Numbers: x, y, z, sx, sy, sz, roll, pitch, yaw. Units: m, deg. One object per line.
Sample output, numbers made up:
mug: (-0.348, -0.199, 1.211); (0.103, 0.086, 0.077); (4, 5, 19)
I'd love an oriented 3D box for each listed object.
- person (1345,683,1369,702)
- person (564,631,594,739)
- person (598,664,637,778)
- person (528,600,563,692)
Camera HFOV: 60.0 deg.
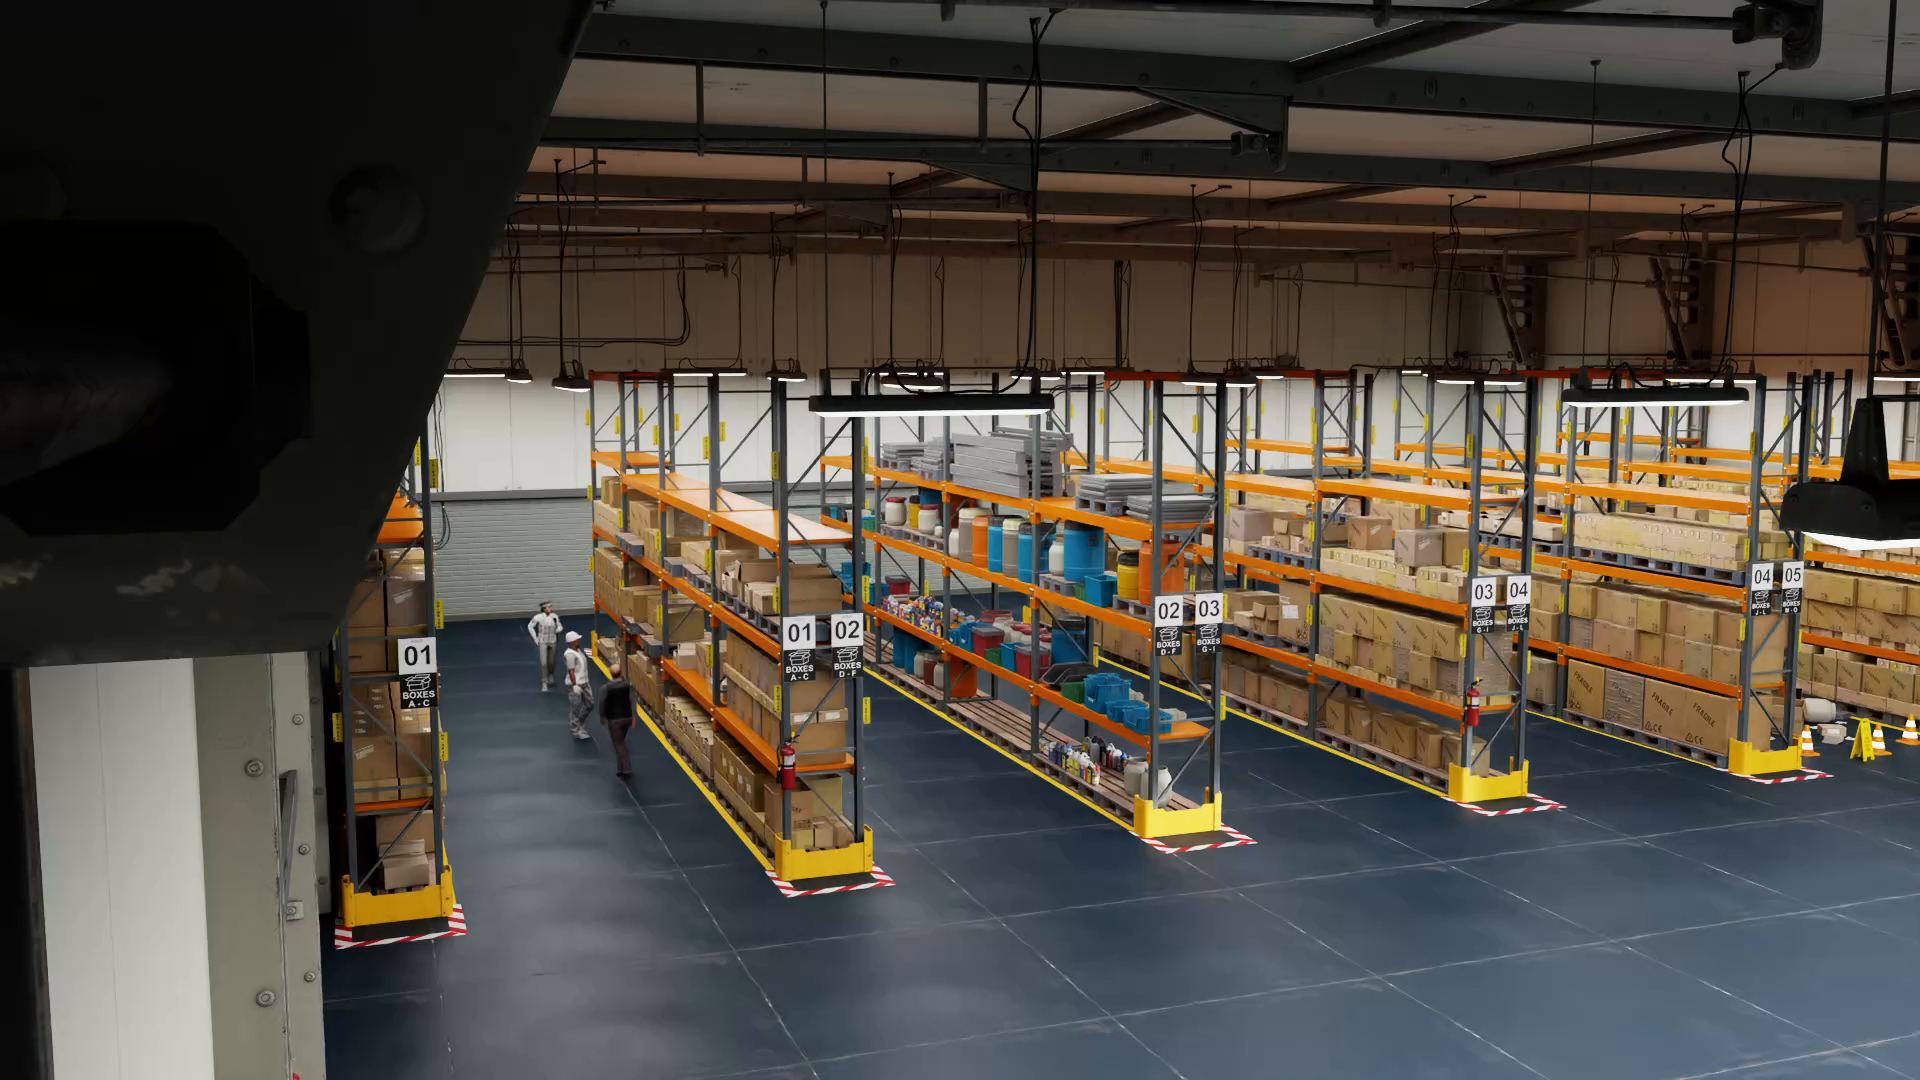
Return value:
person: (7.055, 2.298, 29.376); (0.558, 1.579, 0.401); (6, 9, 44)
person: (-6.319, 2.389, 27.502); (0.479, 1.784, 0.620); (2, 7, 16)
person: (-5.127, 2.729, 24.905); (0.576, 1.788, 0.532); (5, 8, 35)
person: (-7.855, 1.981, 31.565); (0.654, 1.735, 0.804); (-2, 7, -17)
